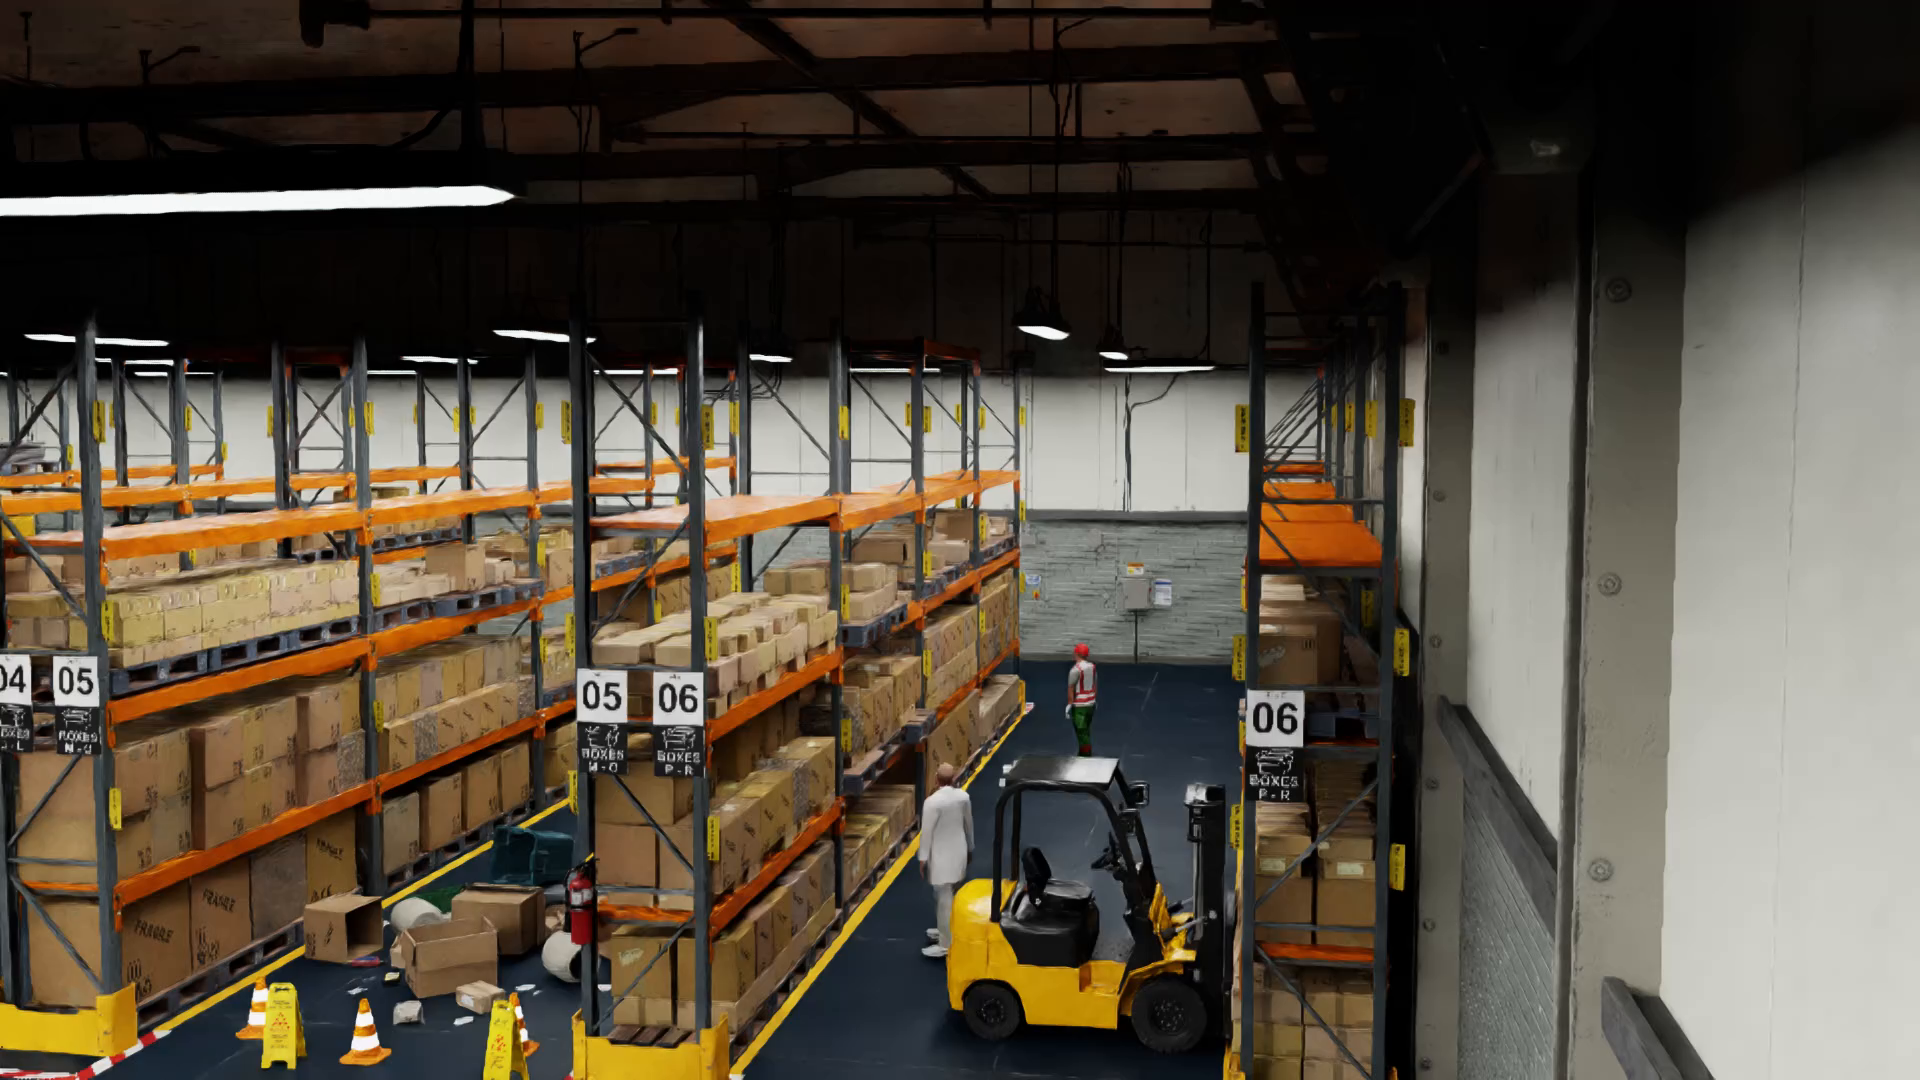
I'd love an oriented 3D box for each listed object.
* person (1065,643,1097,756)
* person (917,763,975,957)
[{"bbox_3d":[1.712,2.352,23.720,0.570,1.786,0.642,4,6,38],"label":"person"},{"bbox_3d":[-0.159,2.990,15.785,0.636,1.775,0.677,4,6,42],"label":"person"}]
